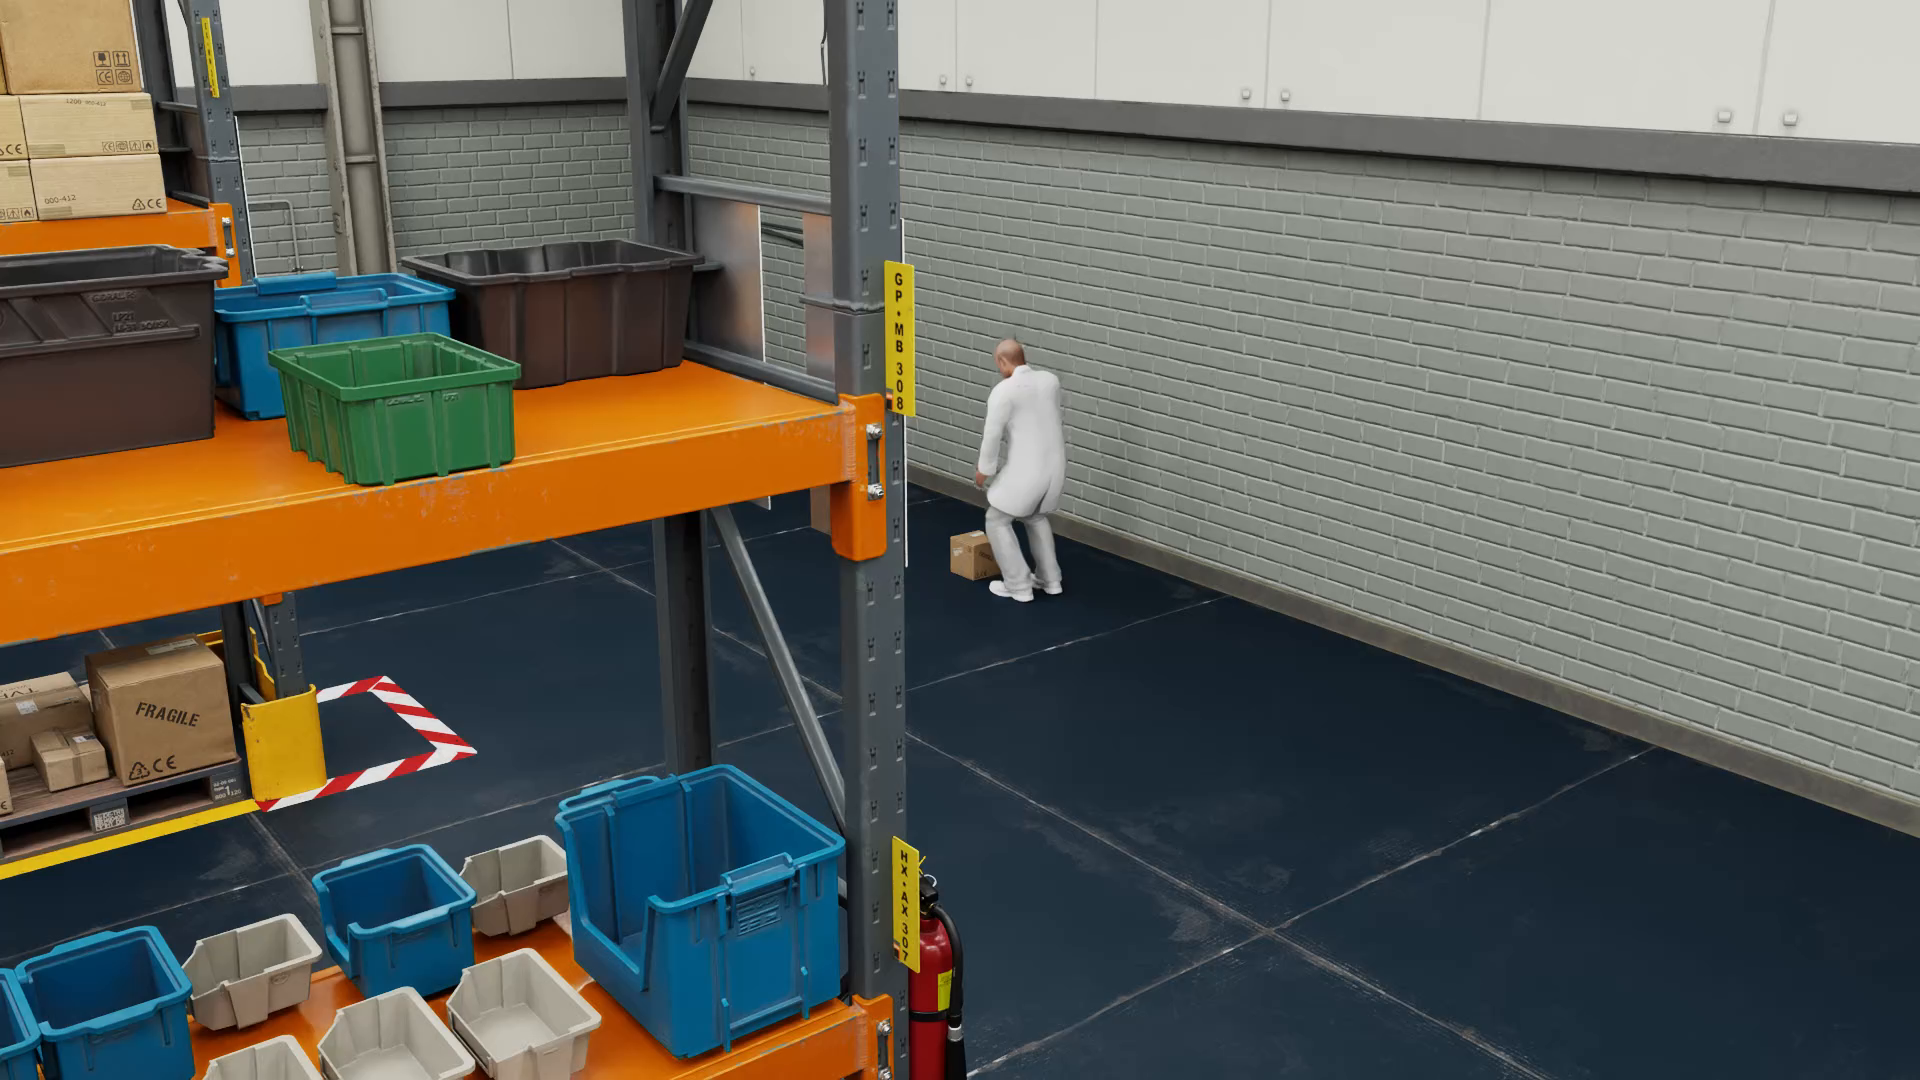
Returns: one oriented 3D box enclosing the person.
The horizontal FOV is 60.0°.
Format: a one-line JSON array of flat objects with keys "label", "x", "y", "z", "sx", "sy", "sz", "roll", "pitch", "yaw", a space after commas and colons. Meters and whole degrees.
[{"label": "person", "x": 0.403, "y": -0.444, "z": 10.685, "sx": 0.608, "sy": 1.672, "sz": 0.503, "roll": -13, "pitch": 21, "yaw": -35}]
